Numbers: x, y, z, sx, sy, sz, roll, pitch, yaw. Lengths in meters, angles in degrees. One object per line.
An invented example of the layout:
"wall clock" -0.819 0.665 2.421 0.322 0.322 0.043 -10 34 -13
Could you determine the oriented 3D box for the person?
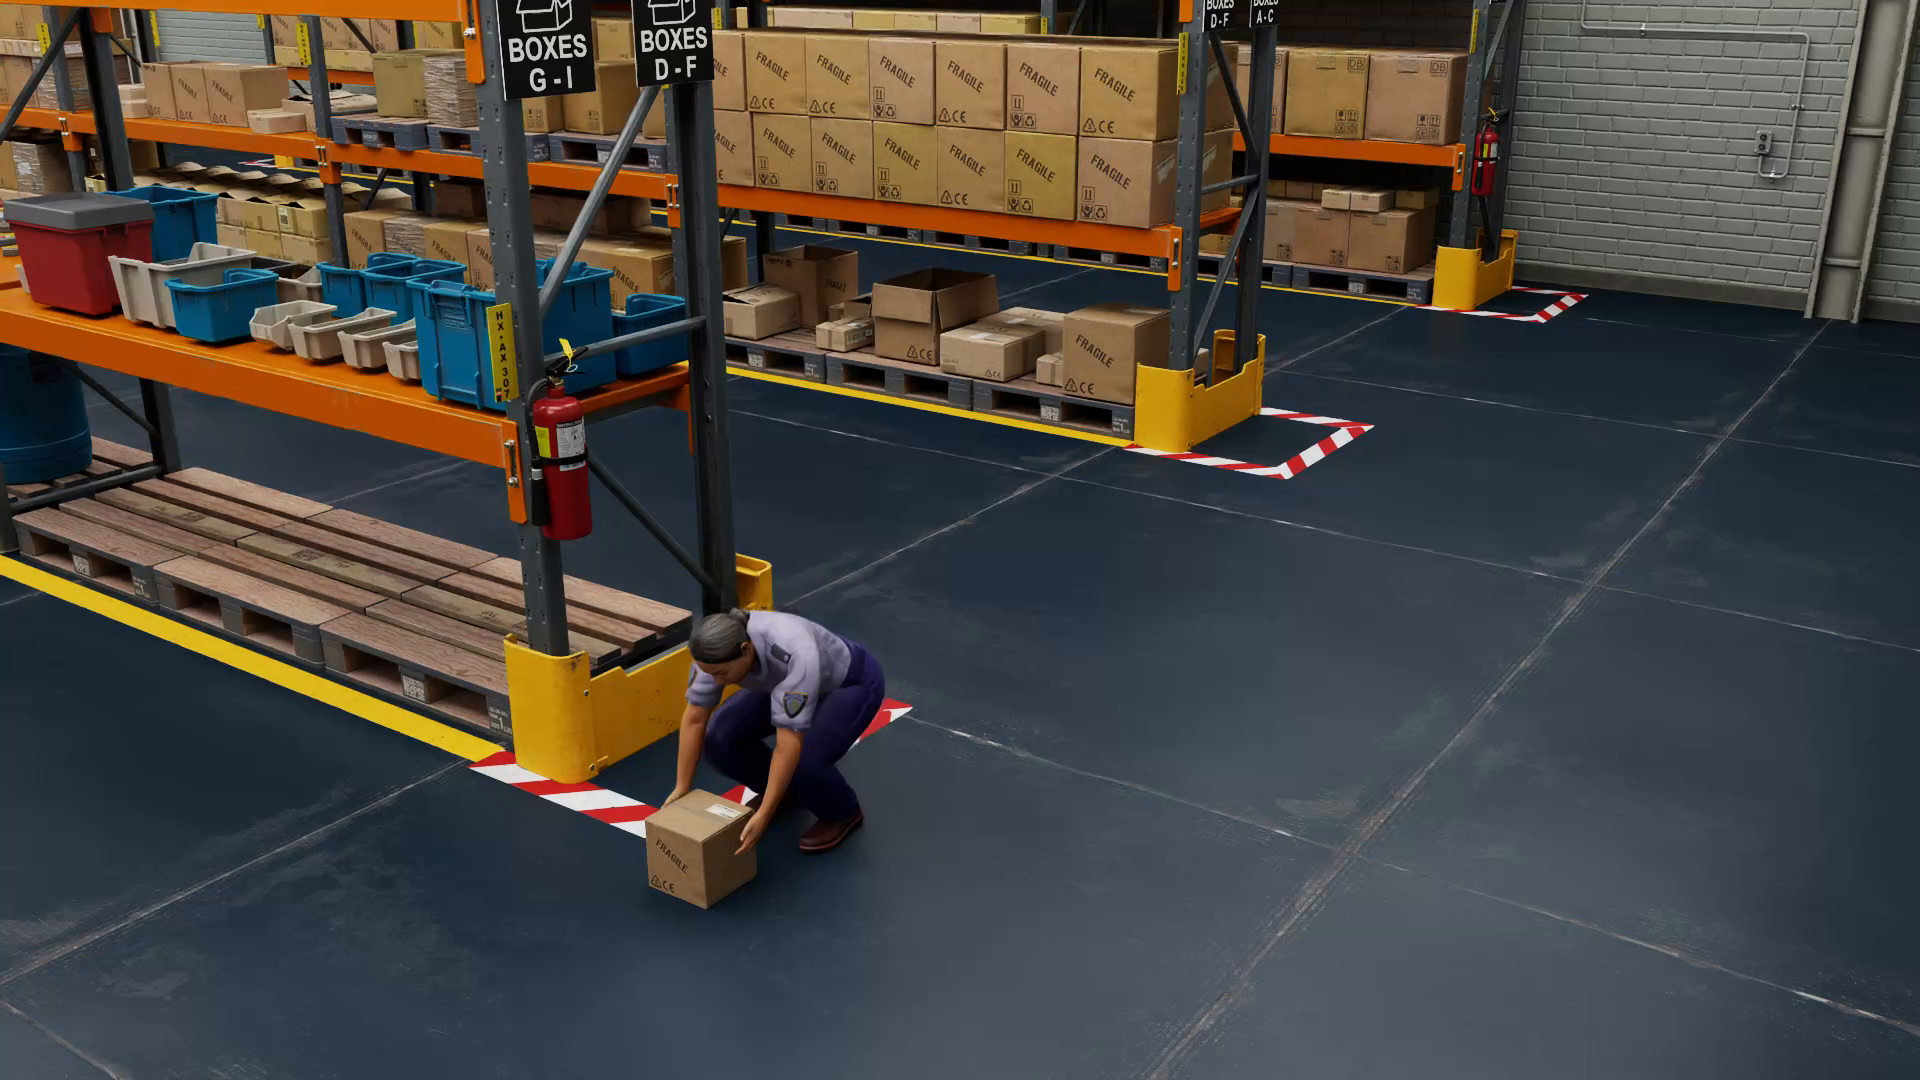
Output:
"person" -0.599 0.583 5.542 0.526 0.937 0.823 15 25 35
